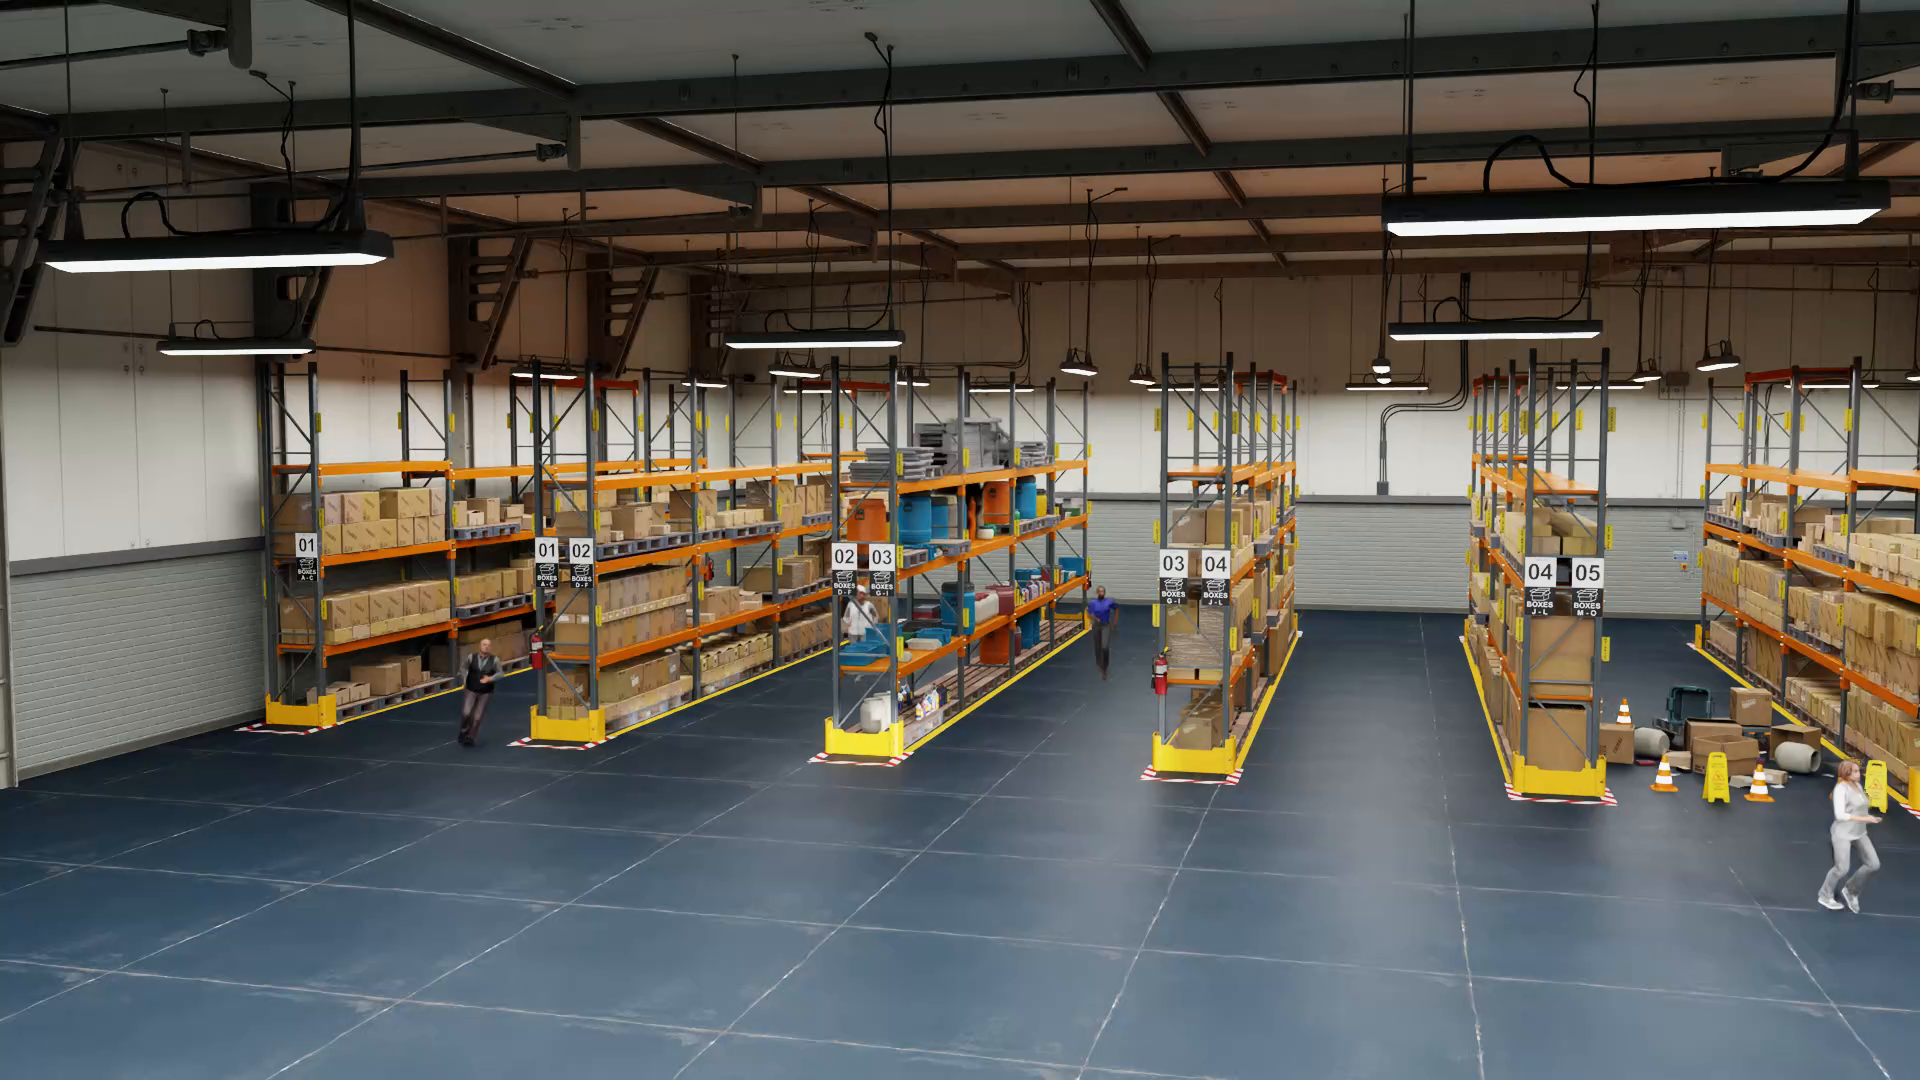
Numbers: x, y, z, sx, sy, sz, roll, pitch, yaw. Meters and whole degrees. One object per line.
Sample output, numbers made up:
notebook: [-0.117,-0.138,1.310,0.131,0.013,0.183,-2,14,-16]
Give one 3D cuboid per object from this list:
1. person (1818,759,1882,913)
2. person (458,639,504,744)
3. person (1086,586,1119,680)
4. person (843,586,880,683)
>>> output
person: [9.046,3.013,16.870,0.510,1.578,0.644,-2,4,-24]
person: [-7.459,2.355,25.851,0.712,1.644,0.592,-1,4,-13]
person: [2.654,1.733,31.109,0.584,1.766,0.689,1,4,10]
person: [-1.816,1.706,30.338,0.664,1.754,0.656,1,4,9]
